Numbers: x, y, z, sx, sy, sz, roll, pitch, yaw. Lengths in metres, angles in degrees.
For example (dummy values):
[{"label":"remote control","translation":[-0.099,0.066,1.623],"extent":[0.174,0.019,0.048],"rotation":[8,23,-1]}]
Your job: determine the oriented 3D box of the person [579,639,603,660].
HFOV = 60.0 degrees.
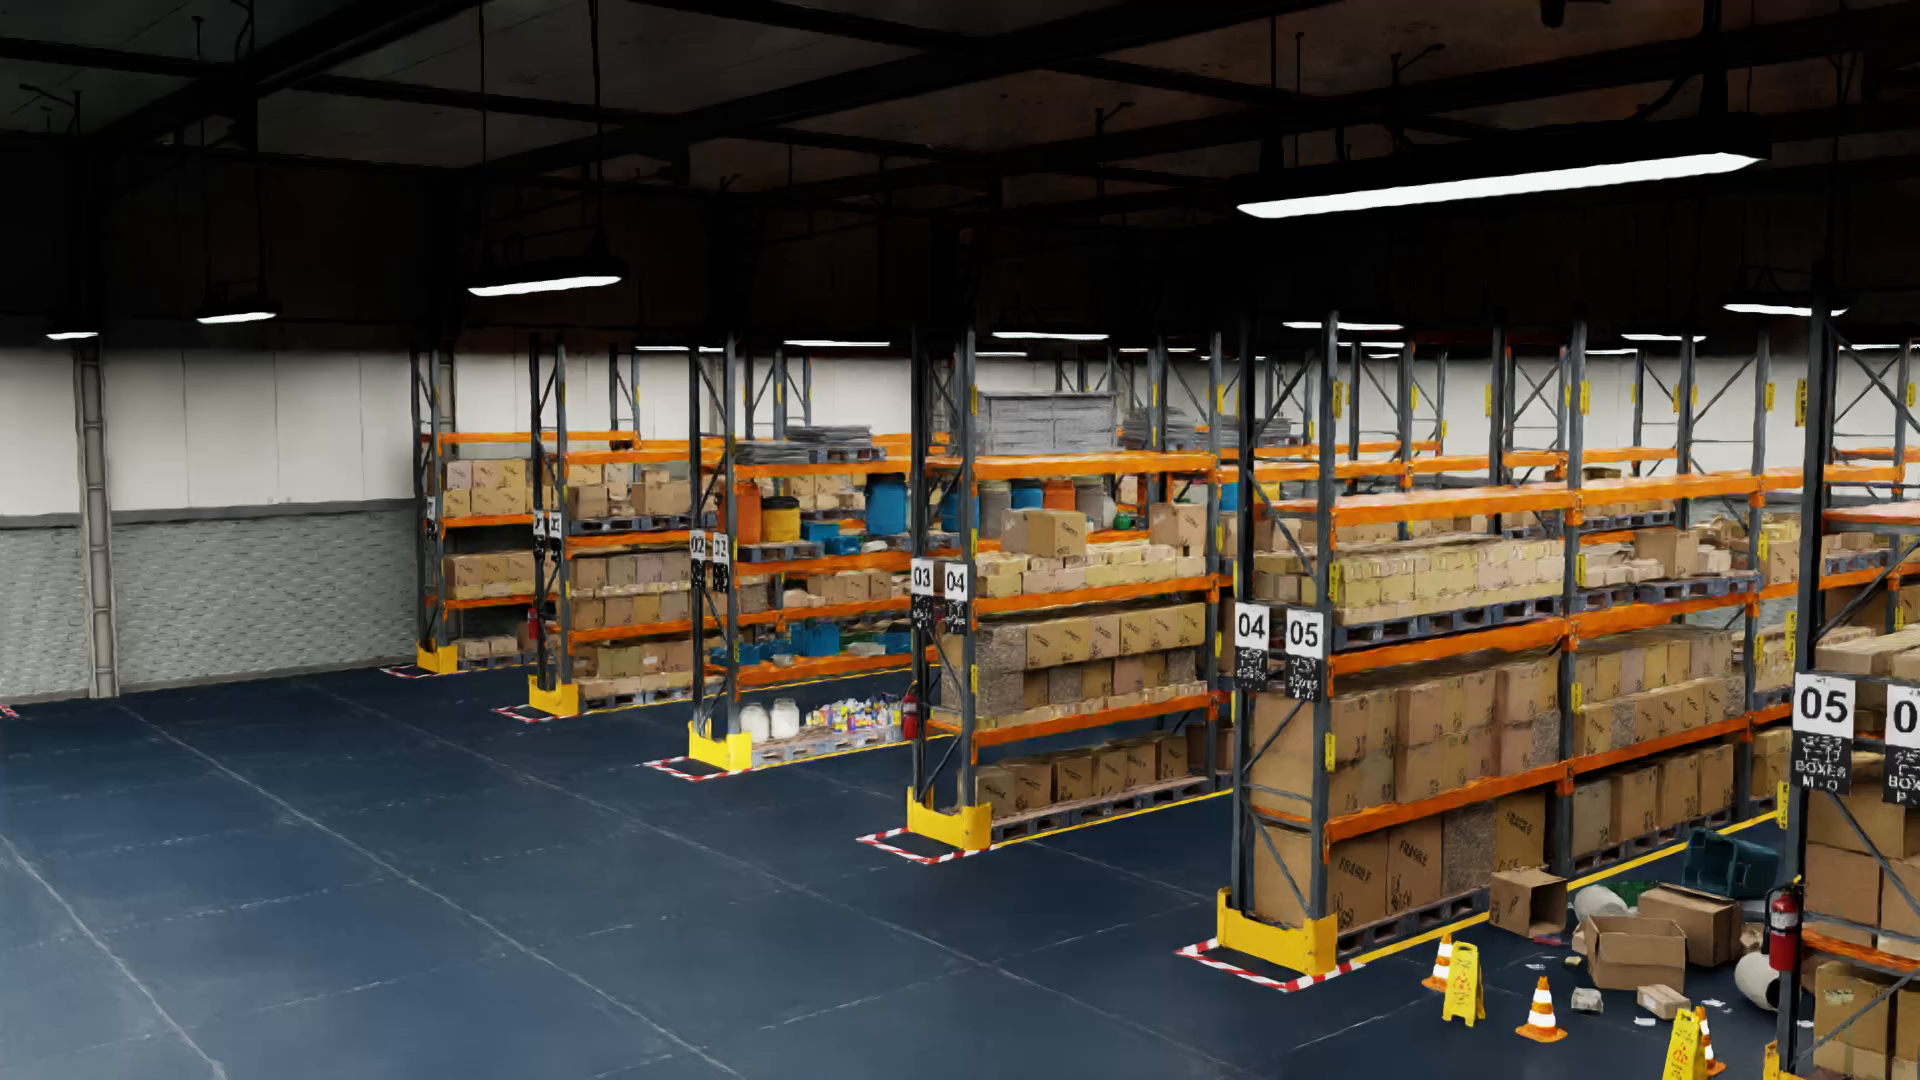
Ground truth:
[{"label":"person","translation":[-6.464,1.660,28.841],"extent":[1.040,1.669,0.557],"rotation":[-5,7,-40]}]
